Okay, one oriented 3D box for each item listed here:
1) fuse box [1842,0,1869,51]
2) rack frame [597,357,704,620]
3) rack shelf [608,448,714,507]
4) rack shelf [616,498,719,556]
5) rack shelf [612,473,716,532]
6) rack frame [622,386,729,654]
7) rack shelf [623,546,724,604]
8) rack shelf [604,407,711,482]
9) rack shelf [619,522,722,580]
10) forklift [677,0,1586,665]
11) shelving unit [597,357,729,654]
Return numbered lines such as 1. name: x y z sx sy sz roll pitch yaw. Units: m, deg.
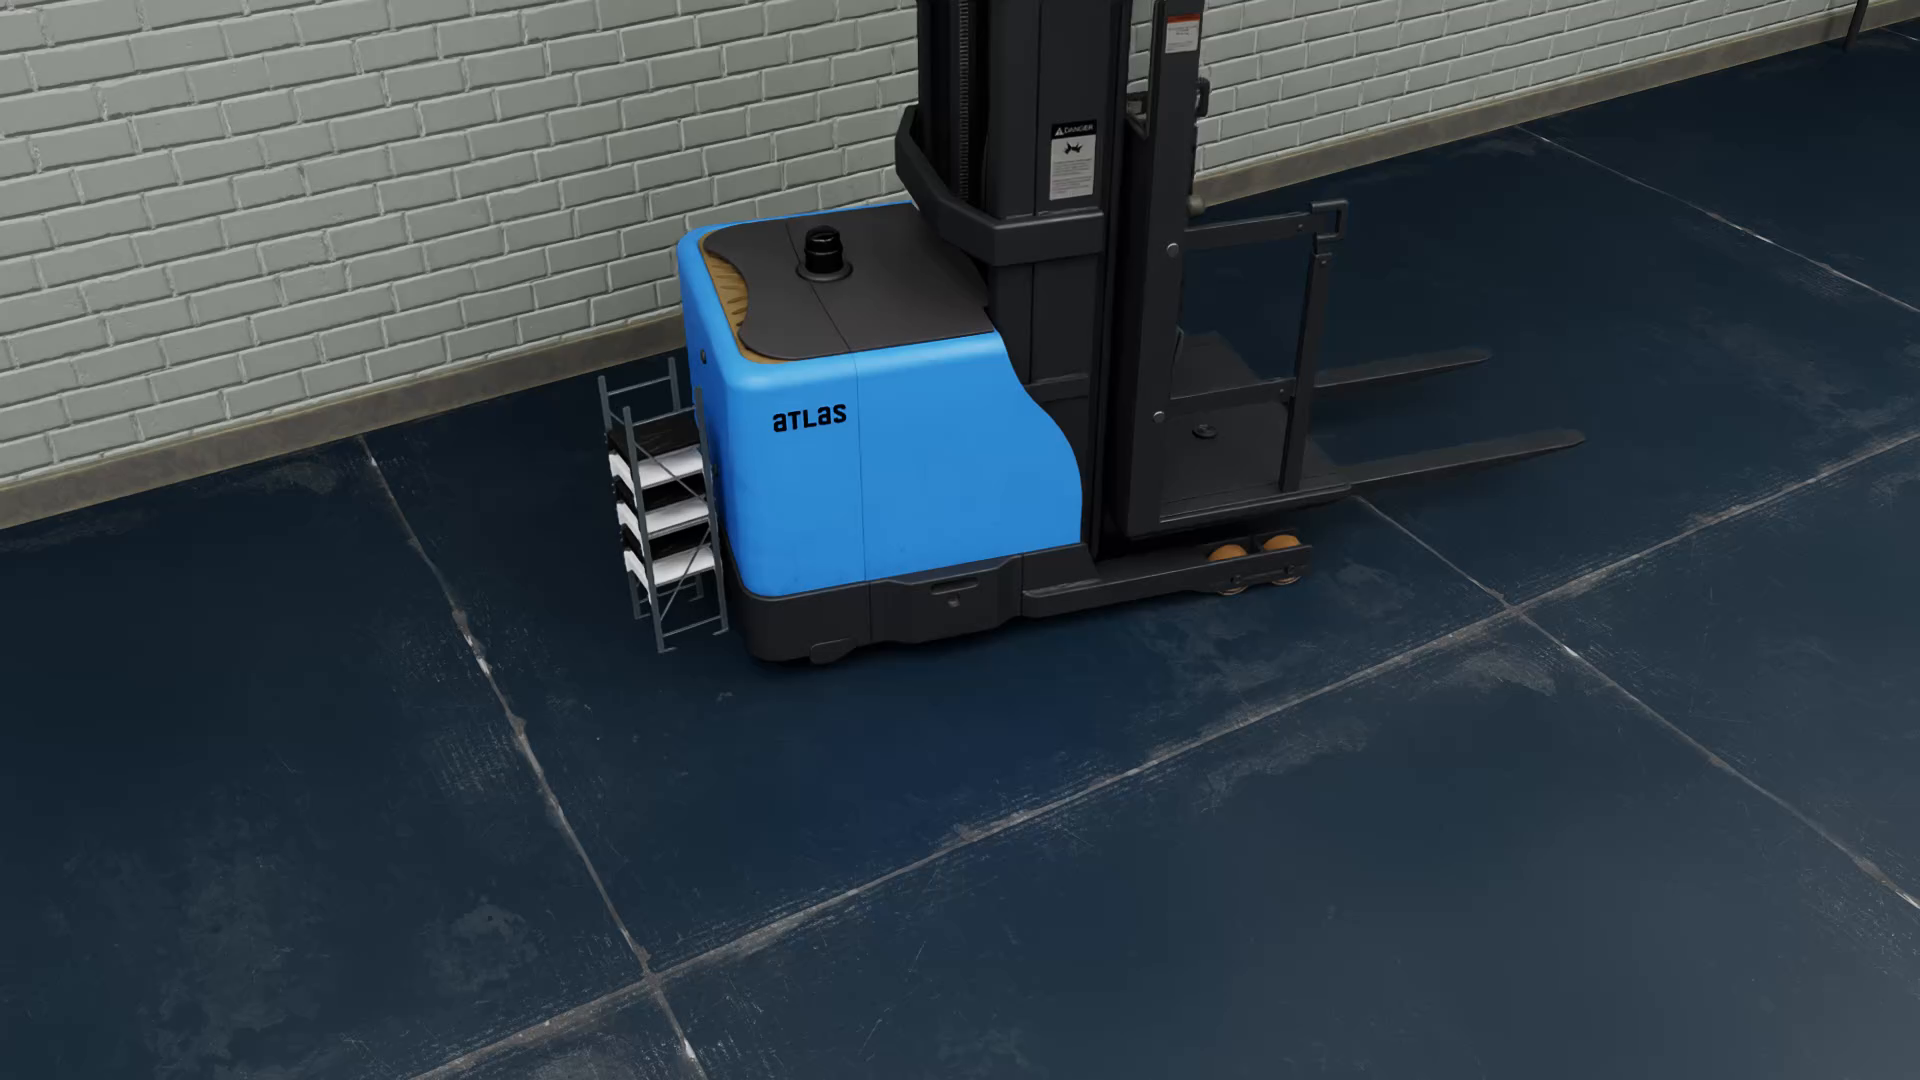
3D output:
1. fuse box: 5.184 -3.528 9.129 0.539 1.711 0.414 -19 40 -24
2. rack frame: -0.954 -0.145 5.185 0.240 0.900 0.006 -19 39 -24
3. rack shelf: -0.905 -0.214 5.028 0.258 0.077 0.200 -19 39 -24
4. rack shelf: -0.903 -0.067 5.132 0.258 0.077 0.200 -19 39 -24
5. rack shelf: -0.904 -0.141 5.080 0.258 0.077 0.200 -19 39 -24
6. rack frame: -0.852 -0.044 5.041 0.240 0.900 0.006 -19 39 -24
7. rack shelf: -0.901 0.080 5.236 0.258 0.077 0.200 -19 39 -24
8. rack shelf: -0.906 -0.287 4.976 0.258 0.077 0.200 -19 39 -24
9. rack shelf: -0.902 0.006 5.184 0.258 0.077 0.200 -19 39 -24
10. forklift: 0.663 -1.290 5.031 3.031 2.935 1.130 -10 37 -13
11. shelving unit: -0.903 -0.094 5.113 0.258 0.900 0.210 -19 39 -24
